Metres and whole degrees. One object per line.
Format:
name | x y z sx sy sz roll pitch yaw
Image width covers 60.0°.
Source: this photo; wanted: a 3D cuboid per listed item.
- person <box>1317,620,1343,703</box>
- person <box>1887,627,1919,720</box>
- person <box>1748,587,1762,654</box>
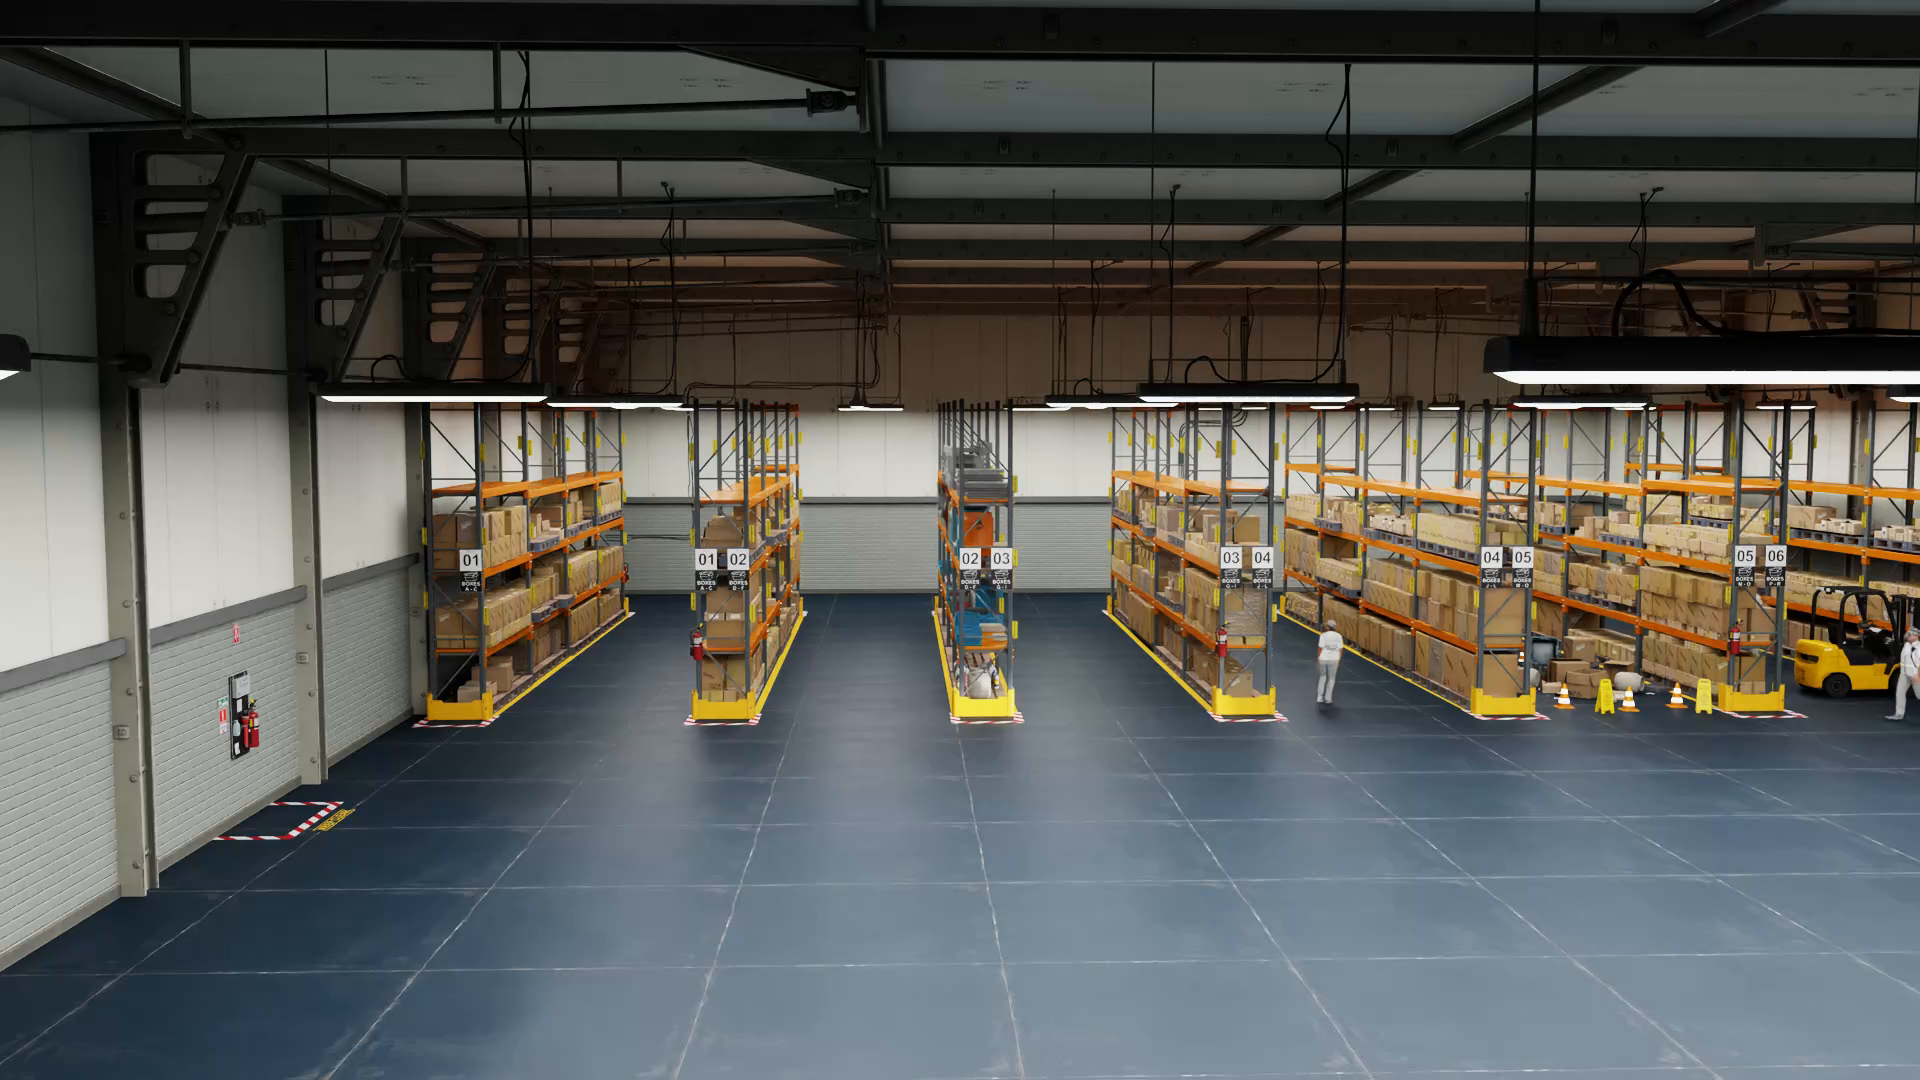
person | 7.288 2.395 32.773 0.494 1.665 0.457 3 5 36
person | 17.823 2.489 31.039 0.967 1.738 0.513 -2 5 -22
person | 18.350 1.909 38.550 0.637 1.822 0.580 -1 4 -15
